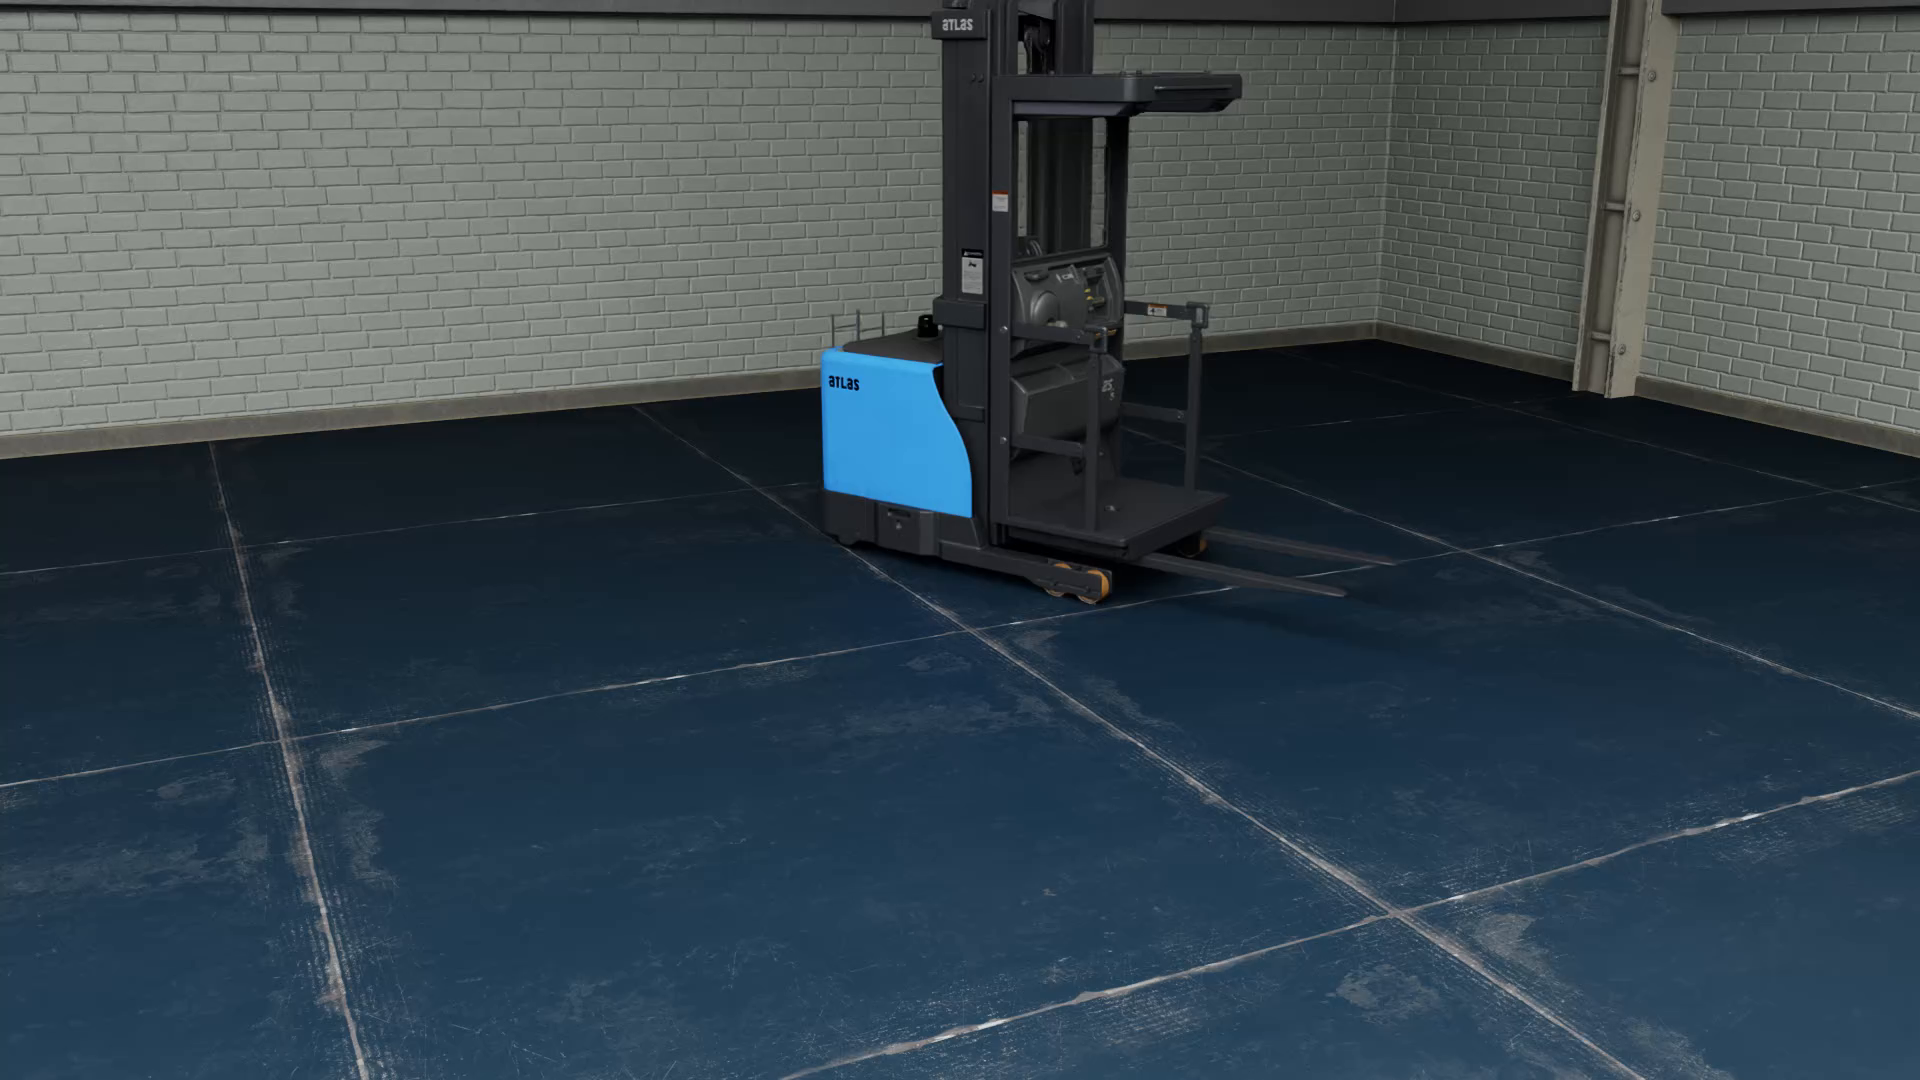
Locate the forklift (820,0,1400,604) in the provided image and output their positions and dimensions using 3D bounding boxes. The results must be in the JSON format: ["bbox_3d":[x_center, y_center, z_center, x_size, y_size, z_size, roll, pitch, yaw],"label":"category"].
[{"bbox_3d":[0.721,-1.262,8.333,3.031,2.935,1.130,12,20,35],"label":"forklift"}]

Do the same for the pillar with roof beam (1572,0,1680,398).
[{"bbox_3d":[1.315,-4.994,10.339,9.100,9.000,0.400,-8,18,-25],"label":"pillar with roof beam"}]

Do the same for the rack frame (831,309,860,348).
[{"bbox_3d":[-0.647,-0.711,9.552,0.006,1.200,0.240,12,20,35],"label":"rack frame"}]

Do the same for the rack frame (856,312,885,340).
[{"bbox_3d":[-0.500,-0.681,9.447,0.006,1.200,0.240,12,20,35],"label":"rack frame"}]

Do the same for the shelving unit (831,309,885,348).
[{"bbox_3d":[-0.574,-0.696,9.499,0.189,1.200,0.258,12,20,35],"label":"shelving unit"}]
